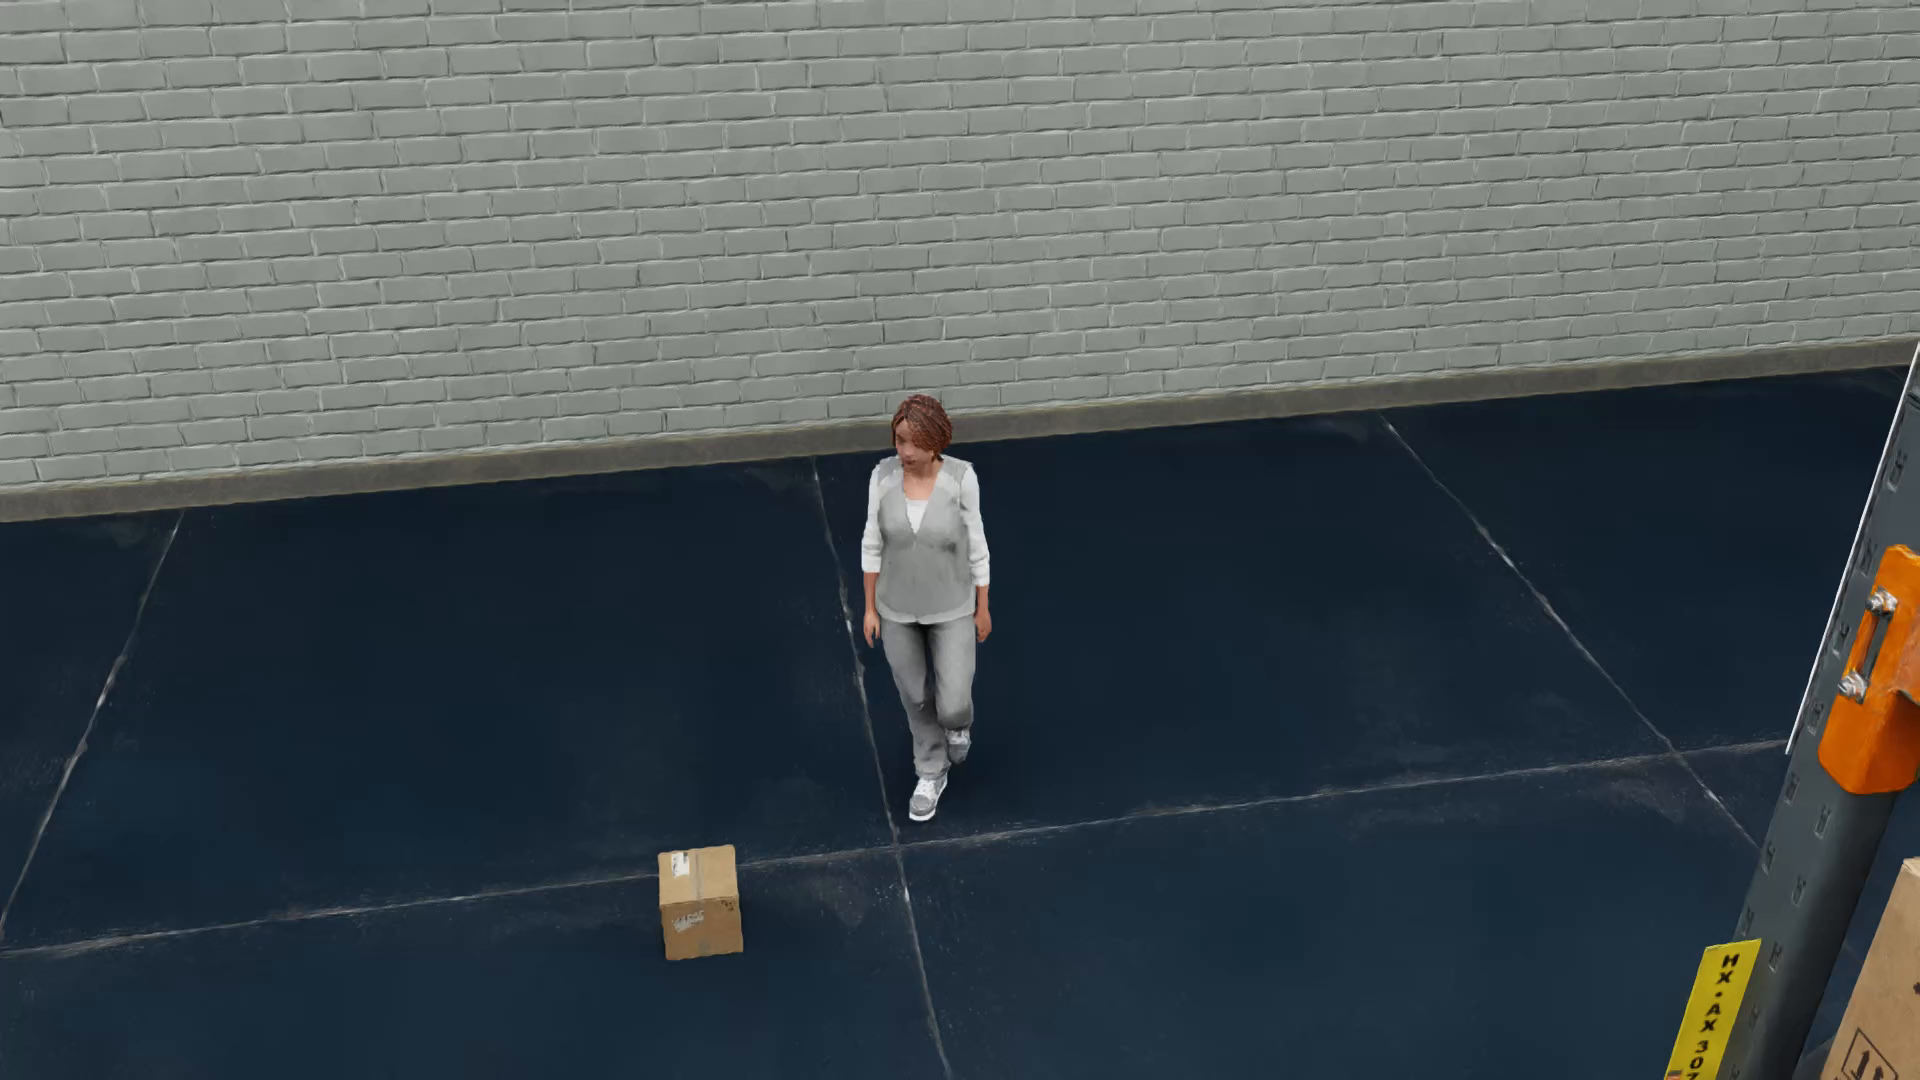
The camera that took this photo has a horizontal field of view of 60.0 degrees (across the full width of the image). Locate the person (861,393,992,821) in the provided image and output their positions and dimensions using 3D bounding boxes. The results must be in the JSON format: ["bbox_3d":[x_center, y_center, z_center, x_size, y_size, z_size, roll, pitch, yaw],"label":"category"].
[{"bbox_3d":[-0.117,0.240,5.713,0.449,1.597,0.453,5,32,9],"label":"person"}]
